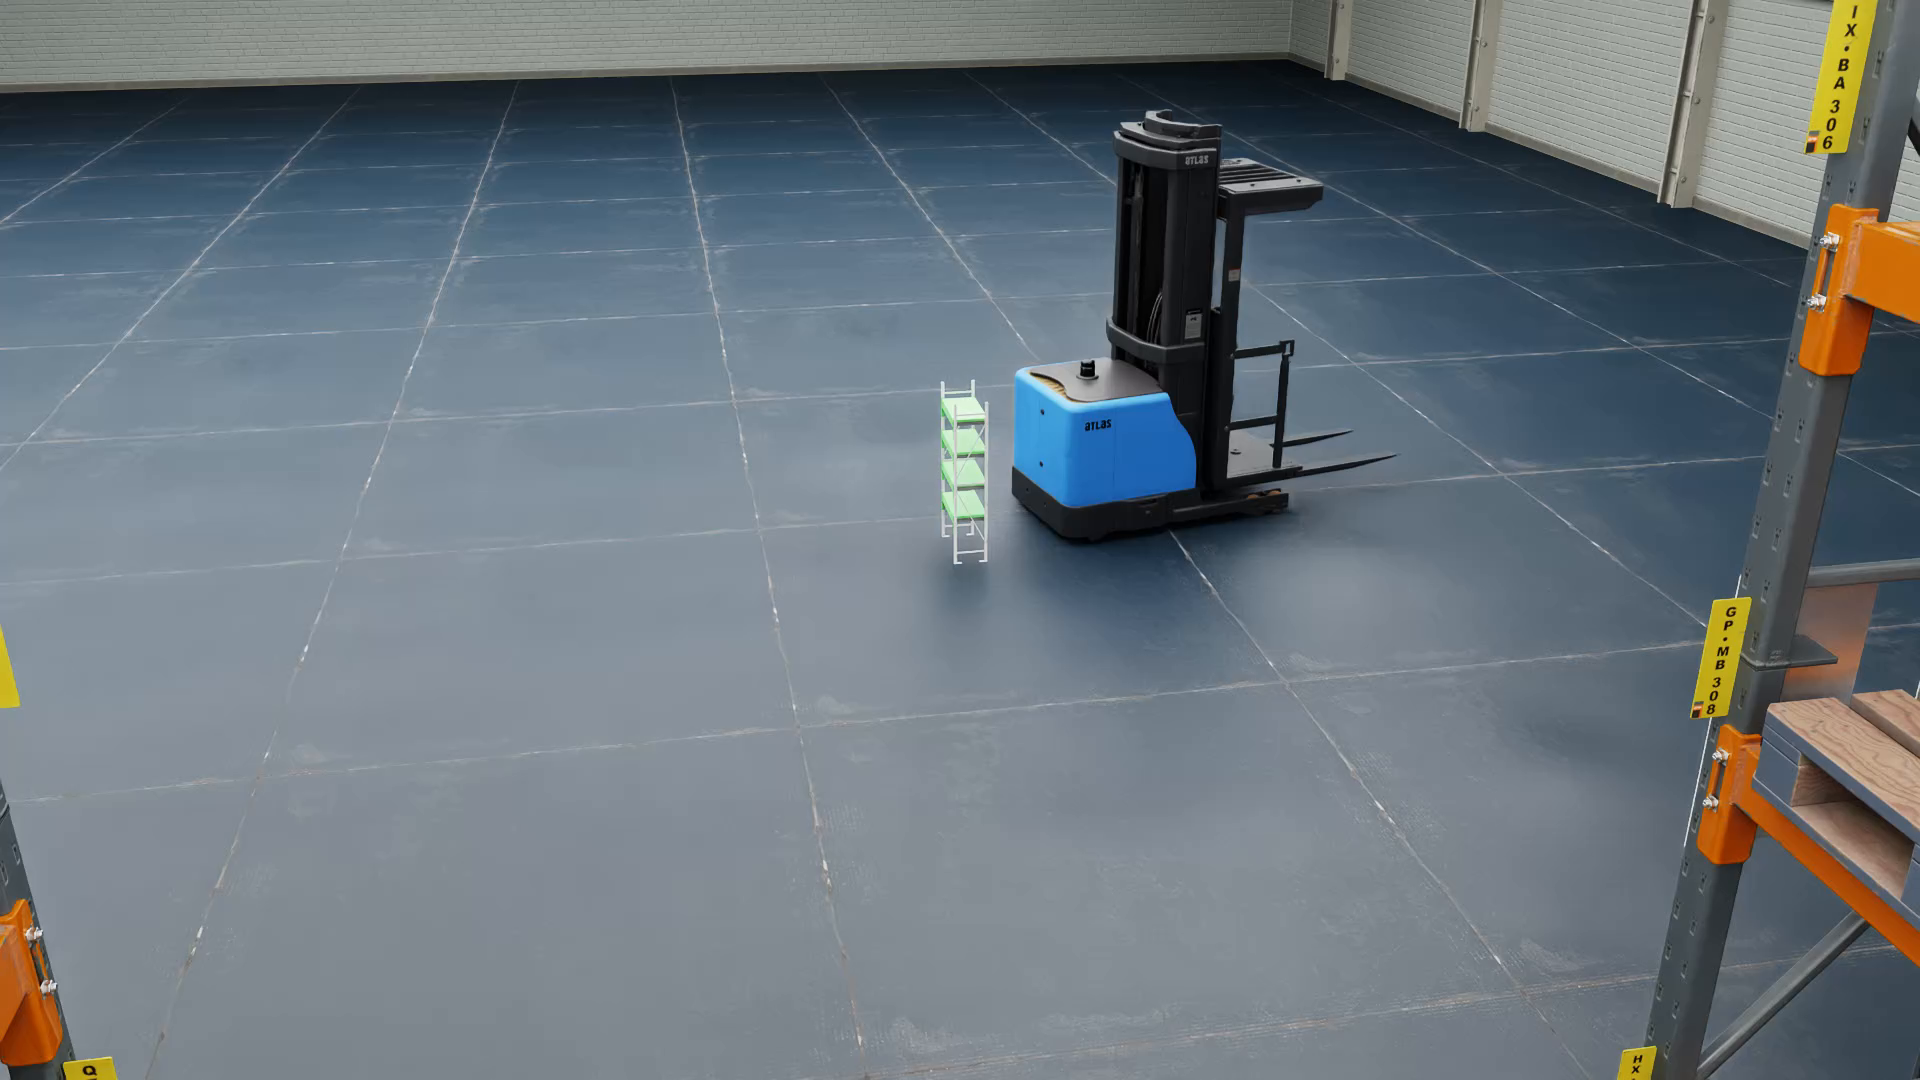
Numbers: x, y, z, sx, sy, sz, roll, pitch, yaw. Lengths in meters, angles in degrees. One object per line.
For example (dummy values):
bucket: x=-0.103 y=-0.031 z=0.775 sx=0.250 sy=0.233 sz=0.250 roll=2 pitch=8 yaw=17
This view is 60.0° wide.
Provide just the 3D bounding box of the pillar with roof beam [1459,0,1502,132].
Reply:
pillar with roof beam: x=4.453 y=-10.761 z=25.647 sx=9.100 sy=9.000 sz=0.400 roll=-4 pitch=24 yaw=-10

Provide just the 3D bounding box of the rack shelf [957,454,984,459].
rack shelf: x=0.031 y=-0.672 z=11.779 sx=0.199 sy=0.029 sz=0.442 roll=-4 pitch=24 yaw=-10

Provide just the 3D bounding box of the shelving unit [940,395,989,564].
shelving unit: x=0.032 y=-0.482 z=11.856 sx=0.258 sy=1.200 sz=0.492 roll=-4 pitch=24 yaw=-10

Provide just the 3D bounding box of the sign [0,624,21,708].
sign: x=-1.913 y=0.184 z=3.227 sx=0.100 sy=0.325 sz=0.005 roll=-4 pitch=24 yaw=-10

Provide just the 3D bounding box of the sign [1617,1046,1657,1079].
sign: x=1.864 y=1.543 z=4.623 sx=0.100 sy=0.325 sz=0.005 roll=-4 pitch=24 yaw=-10

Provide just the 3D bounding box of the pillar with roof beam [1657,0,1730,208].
pillar with roof beam: x=5.562 y=-8.401 z=20.243 sx=9.100 sy=9.000 sz=0.400 roll=-4 pitch=24 yaw=-10

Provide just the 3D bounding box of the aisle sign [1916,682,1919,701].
aisle sign: x=2.684 y=0.390 z=4.362 sx=0.394 sy=0.787 sz=0.004 roll=-4 pitch=24 yaw=-10

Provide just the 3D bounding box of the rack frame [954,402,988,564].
rack frame: x=0.076 y=-0.389 z=11.641 sx=0.240 sy=1.200 sz=0.015 roll=-4 pitch=24 yaw=-10

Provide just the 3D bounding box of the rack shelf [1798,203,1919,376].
rack shelf: x=2.776 y=0.182 z=1.990 sx=1.077 sy=0.370 sz=4.000 roll=-4 pitch=24 yaw=-10

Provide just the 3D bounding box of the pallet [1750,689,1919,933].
pallet: x=2.463 y=0.676 z=3.443 sx=1.003 sy=0.211 sz=1.213 roll=-4 pitch=24 yaw=-10

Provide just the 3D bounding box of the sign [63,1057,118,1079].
sign: x=-1.913 y=1.289 z=3.709 sx=0.100 sy=0.325 sz=0.005 roll=-4 pitch=24 yaw=-10

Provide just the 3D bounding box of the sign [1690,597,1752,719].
sign: x=1.864 y=0.291 z=4.076 sx=0.100 sy=0.325 sz=0.005 roll=-4 pitch=24 yaw=-10

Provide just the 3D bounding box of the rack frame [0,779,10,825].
rack frame: x=-2.462 y=-0.752 z=2.727 sx=1.000 sy=3.000 sz=0.127 roll=-4 pitch=24 yaw=-10

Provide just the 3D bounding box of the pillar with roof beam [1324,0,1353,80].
pillar with roof beam: x=3.343 y=-13.121 z=31.050 sx=9.100 sy=9.000 sz=0.400 roll=-4 pitch=24 yaw=-10

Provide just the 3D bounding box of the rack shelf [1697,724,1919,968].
rack shelf: x=2.776 y=1.373 z=2.510 sx=1.077 sy=0.370 sz=4.000 roll=-4 pitch=24 yaw=-10

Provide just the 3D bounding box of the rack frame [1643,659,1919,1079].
rack frame: x=2.406 y=1.631 z=4.767 sx=1.000 sy=3.000 sz=0.127 roll=-4 pitch=24 yaw=-10

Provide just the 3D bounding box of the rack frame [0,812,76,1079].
rack frame: x=-2.462 y=1.998 z=3.928 sx=1.000 sy=3.000 sz=0.127 roll=-4 pitch=24 yaw=-10

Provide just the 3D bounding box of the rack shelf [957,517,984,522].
rack shelf: x=0.031 y=-0.232 z=11.971 sx=0.199 sy=0.029 sz=0.442 roll=-4 pitch=24 yaw=-10

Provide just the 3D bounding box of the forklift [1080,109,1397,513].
forklift: x=1.967 y=-1.704 z=12.490 sx=3.031 sy=2.935 sz=1.121 roll=-10 pitch=25 yaw=-21

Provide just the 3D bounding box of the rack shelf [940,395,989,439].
rack shelf: x=0.031 y=-0.866 z=11.694 sx=0.258 sy=0.148 sz=0.480 roll=-4 pitch=24 yaw=-10

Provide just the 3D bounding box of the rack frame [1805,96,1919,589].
rack frame: x=2.403 y=-1.118 z=3.566 sx=0.949 sy=2.616 sz=0.053 roll=-4 pitch=24 yaw=-10
